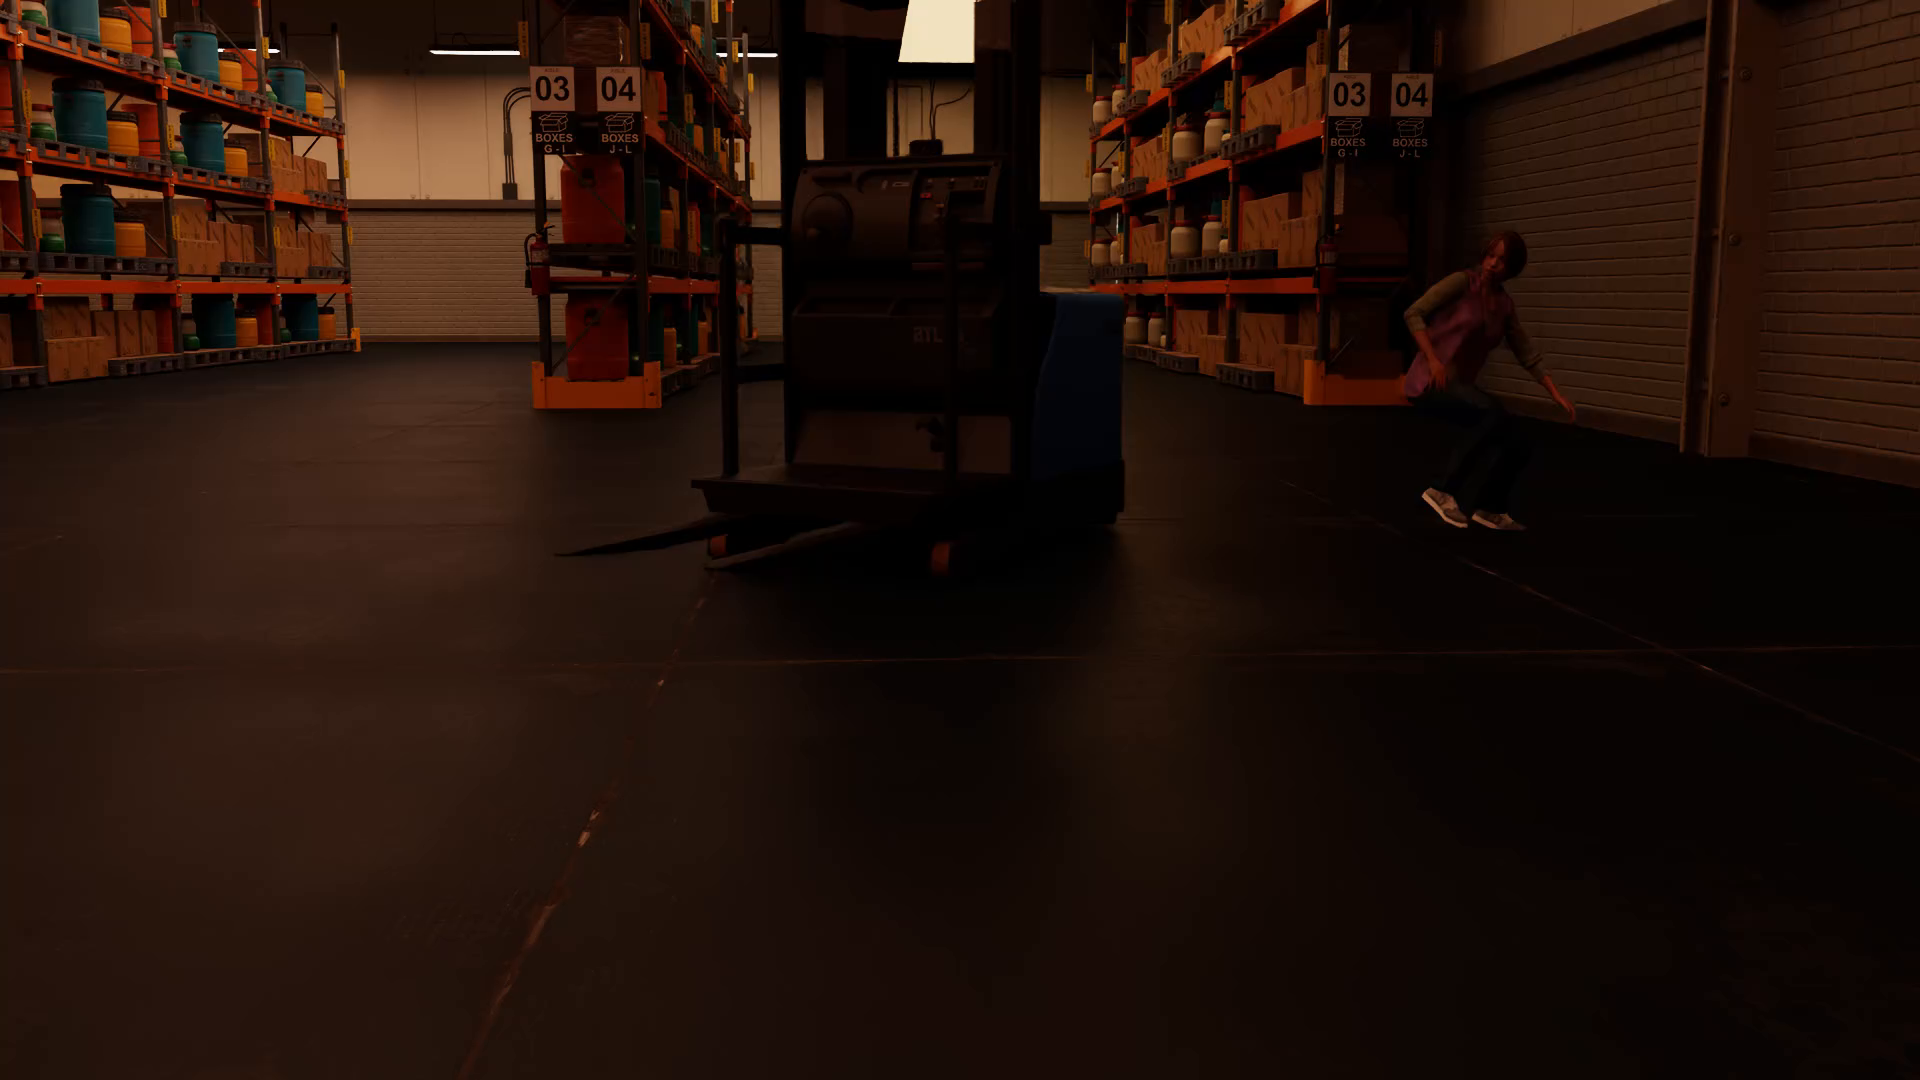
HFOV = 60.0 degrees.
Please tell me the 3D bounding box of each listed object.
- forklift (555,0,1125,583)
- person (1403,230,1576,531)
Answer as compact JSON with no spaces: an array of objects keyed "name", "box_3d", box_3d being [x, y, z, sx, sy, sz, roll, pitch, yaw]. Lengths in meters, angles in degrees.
[{"name":"forklift","box_3d":[-0.356,-1.361,6.498,1.130,2.935,3.031,4,9,27]},{"name":"person","box_3d":[2.304,-0.669,7.363,0.722,1.384,0.603,-7,11,-38]}]
